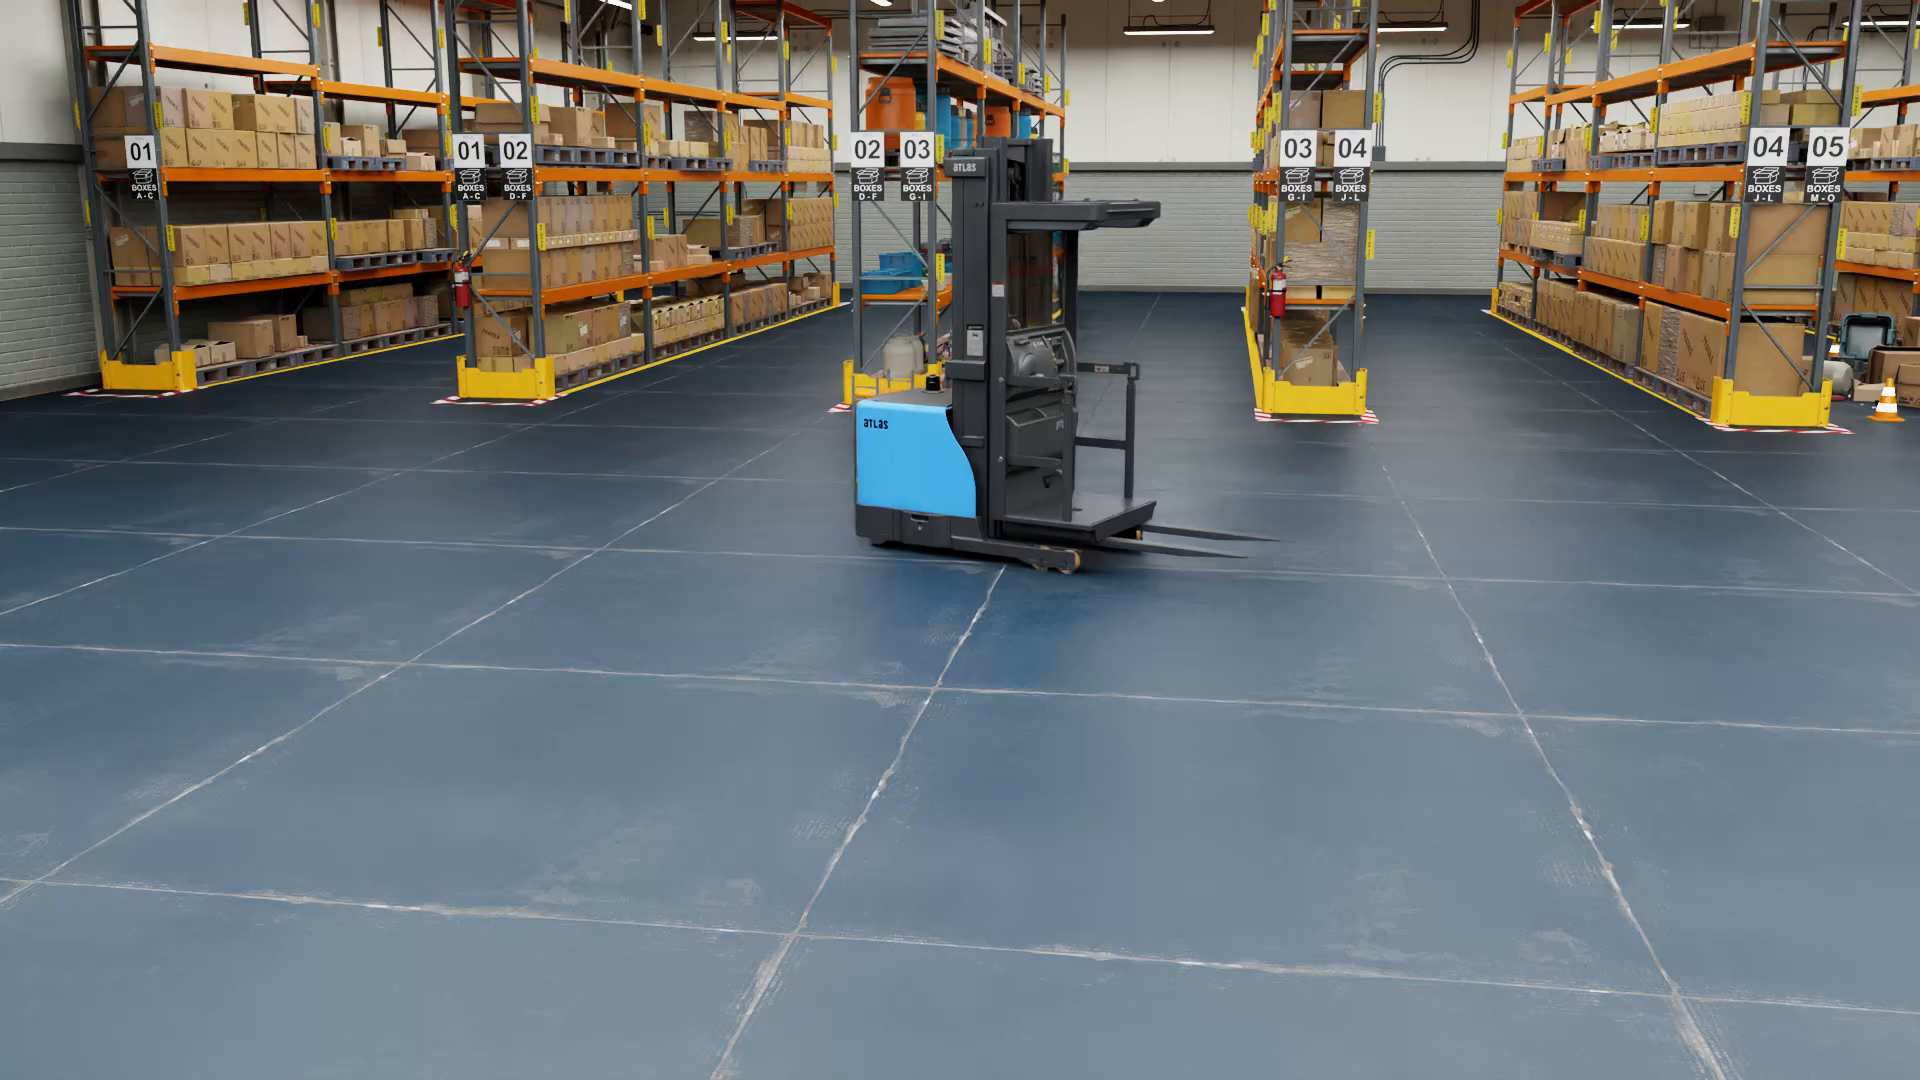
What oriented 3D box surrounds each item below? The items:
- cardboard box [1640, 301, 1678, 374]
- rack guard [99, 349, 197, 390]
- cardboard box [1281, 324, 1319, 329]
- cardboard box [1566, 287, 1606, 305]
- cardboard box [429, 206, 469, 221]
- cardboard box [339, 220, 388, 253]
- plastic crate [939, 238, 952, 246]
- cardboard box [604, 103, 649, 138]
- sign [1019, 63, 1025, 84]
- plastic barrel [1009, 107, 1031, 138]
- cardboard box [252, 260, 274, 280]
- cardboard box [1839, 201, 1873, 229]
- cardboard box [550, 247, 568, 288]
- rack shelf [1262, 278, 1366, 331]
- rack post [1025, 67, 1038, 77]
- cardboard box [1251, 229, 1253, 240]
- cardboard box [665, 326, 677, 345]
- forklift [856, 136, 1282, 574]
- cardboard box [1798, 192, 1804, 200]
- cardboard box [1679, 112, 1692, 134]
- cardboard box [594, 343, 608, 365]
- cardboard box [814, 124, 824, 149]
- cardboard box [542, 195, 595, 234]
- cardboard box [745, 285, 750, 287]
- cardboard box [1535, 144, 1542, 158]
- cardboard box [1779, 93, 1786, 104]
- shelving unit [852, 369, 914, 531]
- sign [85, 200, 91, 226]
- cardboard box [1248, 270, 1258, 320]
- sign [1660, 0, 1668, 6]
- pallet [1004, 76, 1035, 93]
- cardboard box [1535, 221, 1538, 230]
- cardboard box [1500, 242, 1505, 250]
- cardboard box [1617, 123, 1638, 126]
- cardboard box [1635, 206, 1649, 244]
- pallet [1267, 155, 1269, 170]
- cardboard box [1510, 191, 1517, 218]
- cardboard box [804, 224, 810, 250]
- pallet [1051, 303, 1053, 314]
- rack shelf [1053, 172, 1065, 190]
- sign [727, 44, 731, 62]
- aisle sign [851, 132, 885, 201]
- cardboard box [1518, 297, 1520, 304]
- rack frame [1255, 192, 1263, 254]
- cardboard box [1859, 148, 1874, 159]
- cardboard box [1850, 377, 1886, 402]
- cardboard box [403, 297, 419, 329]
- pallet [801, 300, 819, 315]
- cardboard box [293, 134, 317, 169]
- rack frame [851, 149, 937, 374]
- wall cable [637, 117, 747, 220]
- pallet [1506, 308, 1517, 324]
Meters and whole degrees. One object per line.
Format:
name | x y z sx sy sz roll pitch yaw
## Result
cardboard box | 9.451 -2.638 21.662 0.875 0.875 0.875 2 12 10
rack guard | -10.555 -2.225 21.630 1.175 0.500 0.348 2 12 9
cardboard box | 4.630 -2.684 22.762 0.500 0.500 0.500 1 12 7
cardboard box | 10.078 -3.934 26.784 0.500 0.250 0.500 2 12 7
cardboard box | -9.008 -5.759 29.326 0.500 0.250 0.500 2 12 10
cardboard box | -9.677 -4.887 26.766 0.700 0.500 0.500 4 13 16
plastic crate | -0.098 -4.480 26.010 0.402 0.464 0.583 2 12 9
cardboard box | -4.923 -6.196 24.583 0.500 0.500 0.500 2 12 9
sign | 0.997 -7.534 26.858 0.100 0.325 0.005 2 12 9
plastic barrel | 0.956 -7.164 29.311 0.600 0.901 0.708 2 12 9
cardboard box | -9.948 -3.778 23.214 0.500 0.250 0.500 2 12 9
cardboard box | 15.402 -5.582 28.663 0.500 0.500 0.500 2 12 9
cardboard box | -5.511 -3.526 21.499 0.700 0.500 0.500 2 12 10
rack shelf | 4.424 -3.014 21.067 1.077 0.370 4.000 2 12 9
rack post | 0.907 -8.329 29.962 0.937 0.300 0.954 2 12 8
cardboard box | 6.236 -6.261 34.076 0.500 0.250 0.500 2 12 7
cardboard box | -4.670 -3.147 25.508 0.500 0.250 0.500 2 12 10
forklift | 0.757 -1.328 11.698 3.031 2.935 1.130 7 14 30
cardboard box | 15.769 -6.371 30.787 0.380 0.149 0.250 2 12 9
cardboard box | 9.112 -5.090 20.288 0.500 0.250 0.500 2 12 8
cardboard box | -5.137 -2.549 22.731 0.500 0.250 0.500 2 12 9
cardboard box | -3.274 -8.498 35.077 0.700 0.500 0.500 2 12 9
cardboard box | -5.350 -4.381 22.385 0.700 0.500 0.500 2 12 9
cardboard box | -4.212 -4.558 31.413 0.500 0.500 0.500 2 12 9
cardboard box | 10.667 -7.007 29.938 0.500 0.250 0.500 1 12 6
cardboard box | 9.486 -4.972 18.796 0.380 0.149 0.250 2 12 9
shelving unit | -0.588 -0.691 12.849 0.258 1.200 0.503 7 14 30
sign | -11.112 -4.174 21.241 0.100 0.325 0.005 2 12 9
cardboard box | 5.746 -4.294 29.346 1.225 0.875 0.875 1 12 7
sign | 9.079 -7.044 21.411 0.100 0.325 0.005 2 12 9
pallet | 0.594 -7.569 27.654 1.213 0.211 1.003 2 12 9
cardboard box | 10.295 -5.514 29.145 0.380 0.149 0.250 2 12 10
cardboard box | 11.089 -5.919 33.434 0.380 0.149 0.250 2 12 8
cardboard box | 10.646 -6.559 26.636 0.396 0.266 0.258 2 12 9
cardboard box | 9.764 -4.349 22.942 0.700 0.500 0.500 2 12 8
pallet | 5.088 -5.498 24.210 1.213 0.211 1.003 2 12 9
cardboard box | 10.958 -6.484 32.143 0.500 0.500 0.500 2 12 7
cardboard box | -3.324 -6.126 33.562 0.500 0.500 0.500 2 12 8
pallet | 1.328 -4.654 33.587 1.003 0.211 1.213 2 12 9
rack shelf | 1.375 -7.139 33.087 1.077 0.370 4.000 2 12 9
sign | -4.360 -9.219 31.504 0.100 0.325 0.005 2 12 9
aisle sign | -1.083 -4.375 19.505 0.394 0.787 0.004 2 12 9
cardboard box | 10.851 -4.570 31.641 0.380 0.149 0.250 1 12 6
rack frame | 5.962 -5.447 30.651 1.000 3.000 0.127 2 12 9
cardboard box | 15.213 -6.432 27.655 0.380 0.166 0.250 1 12 5
cardboard box | 11.172 -1.846 20.431 0.396 0.266 0.258 4 13 18
cardboard box | -9.590 -3.834 28.055 0.700 0.500 0.500 2 12 9
pallet | -3.534 -4.804 34.282 1.003 0.211 1.213 2 12 9
cardboard box | -9.786 -5.675 24.301 0.500 0.500 0.500 2 12 10
rack frame | -0.778 -3.110 19.804 1.000 3.000 0.127 2 12 9
wall cable | -6.883 -9.342 41.853 3.097 2.526 0.112 2 12 9
pallet | 11.101 -4.298 31.937 1.003 0.211 1.213 2 12 9
